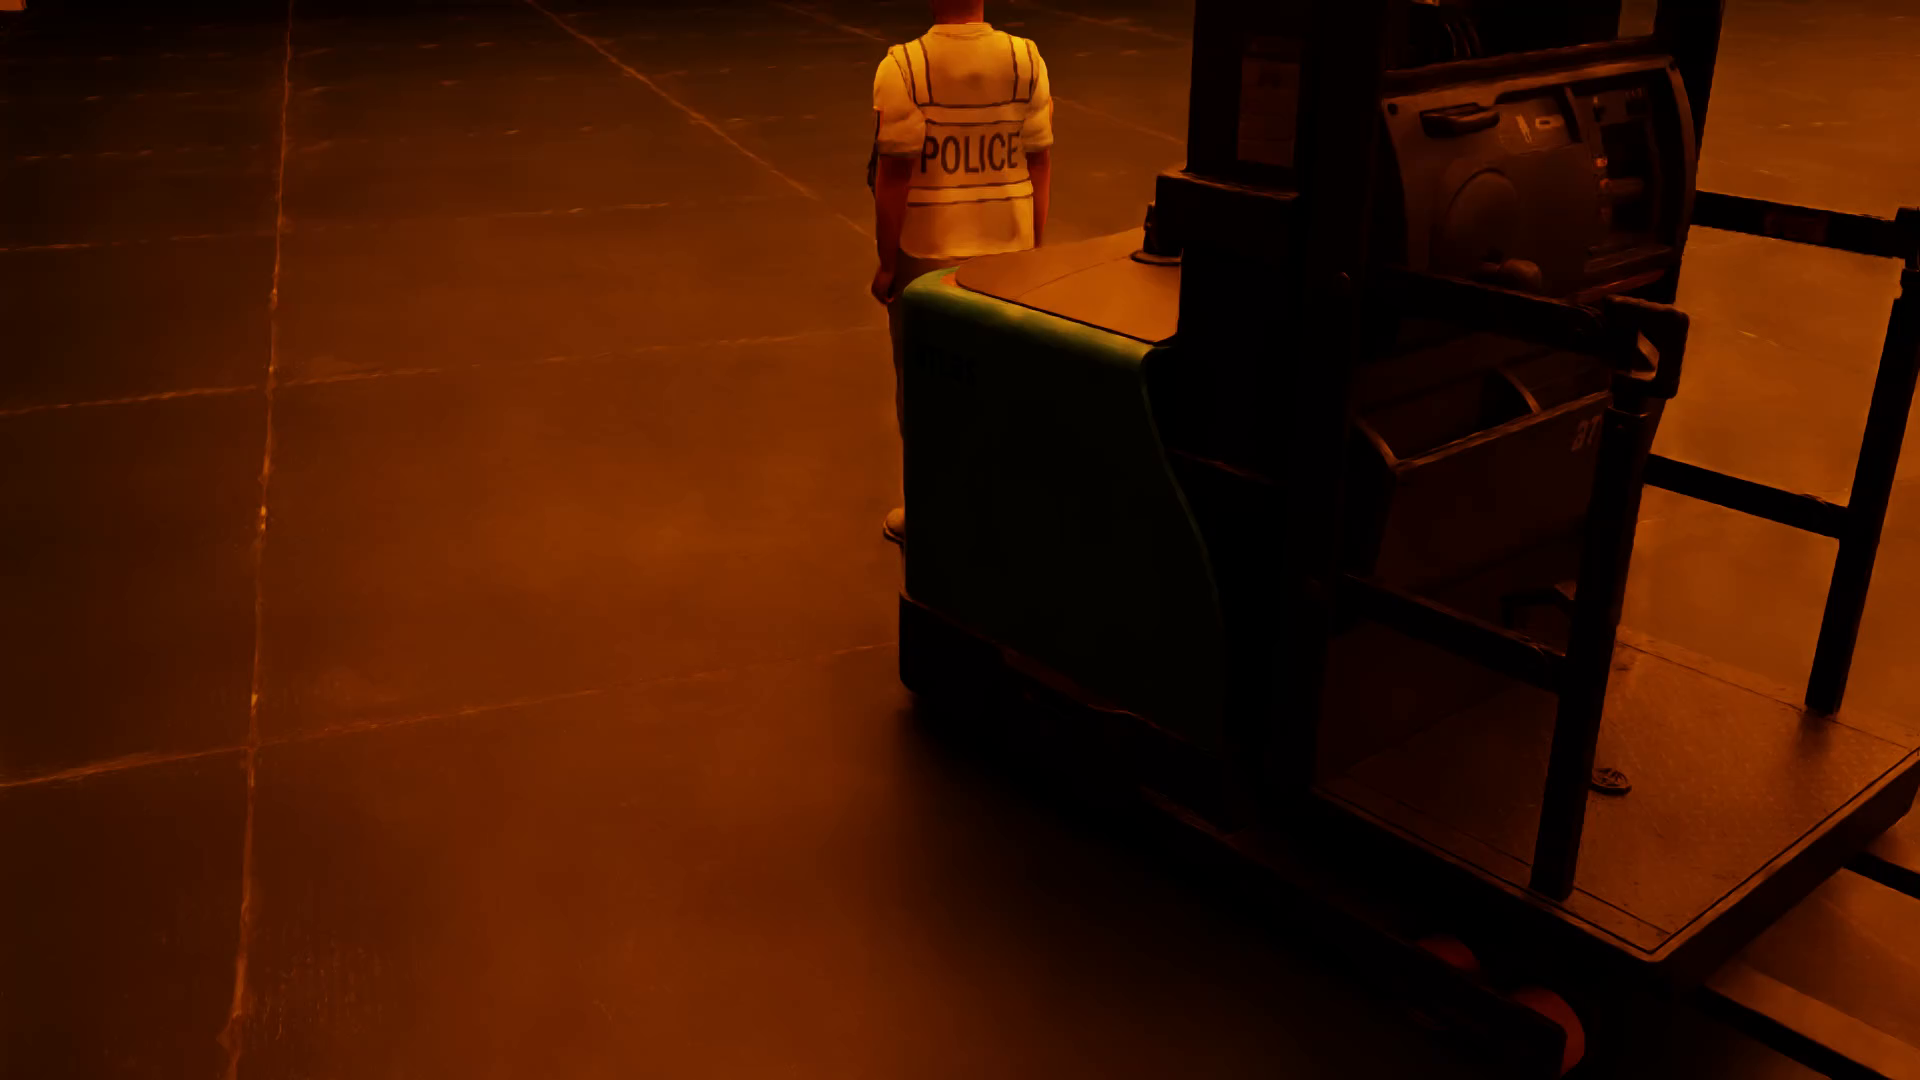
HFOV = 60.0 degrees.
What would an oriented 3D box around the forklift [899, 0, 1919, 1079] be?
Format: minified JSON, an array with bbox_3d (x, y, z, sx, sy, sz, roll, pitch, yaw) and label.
[{"bbox_3d":[1.186,-0.637,2.812,1.130,2.935,3.031,-18,29,-36],"label":"forklift"}]

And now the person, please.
[{"bbox_3d":[-0.006,-0.822,4.750,0.523,1.773,0.396,-8,24,-18],"label":"person"}]
